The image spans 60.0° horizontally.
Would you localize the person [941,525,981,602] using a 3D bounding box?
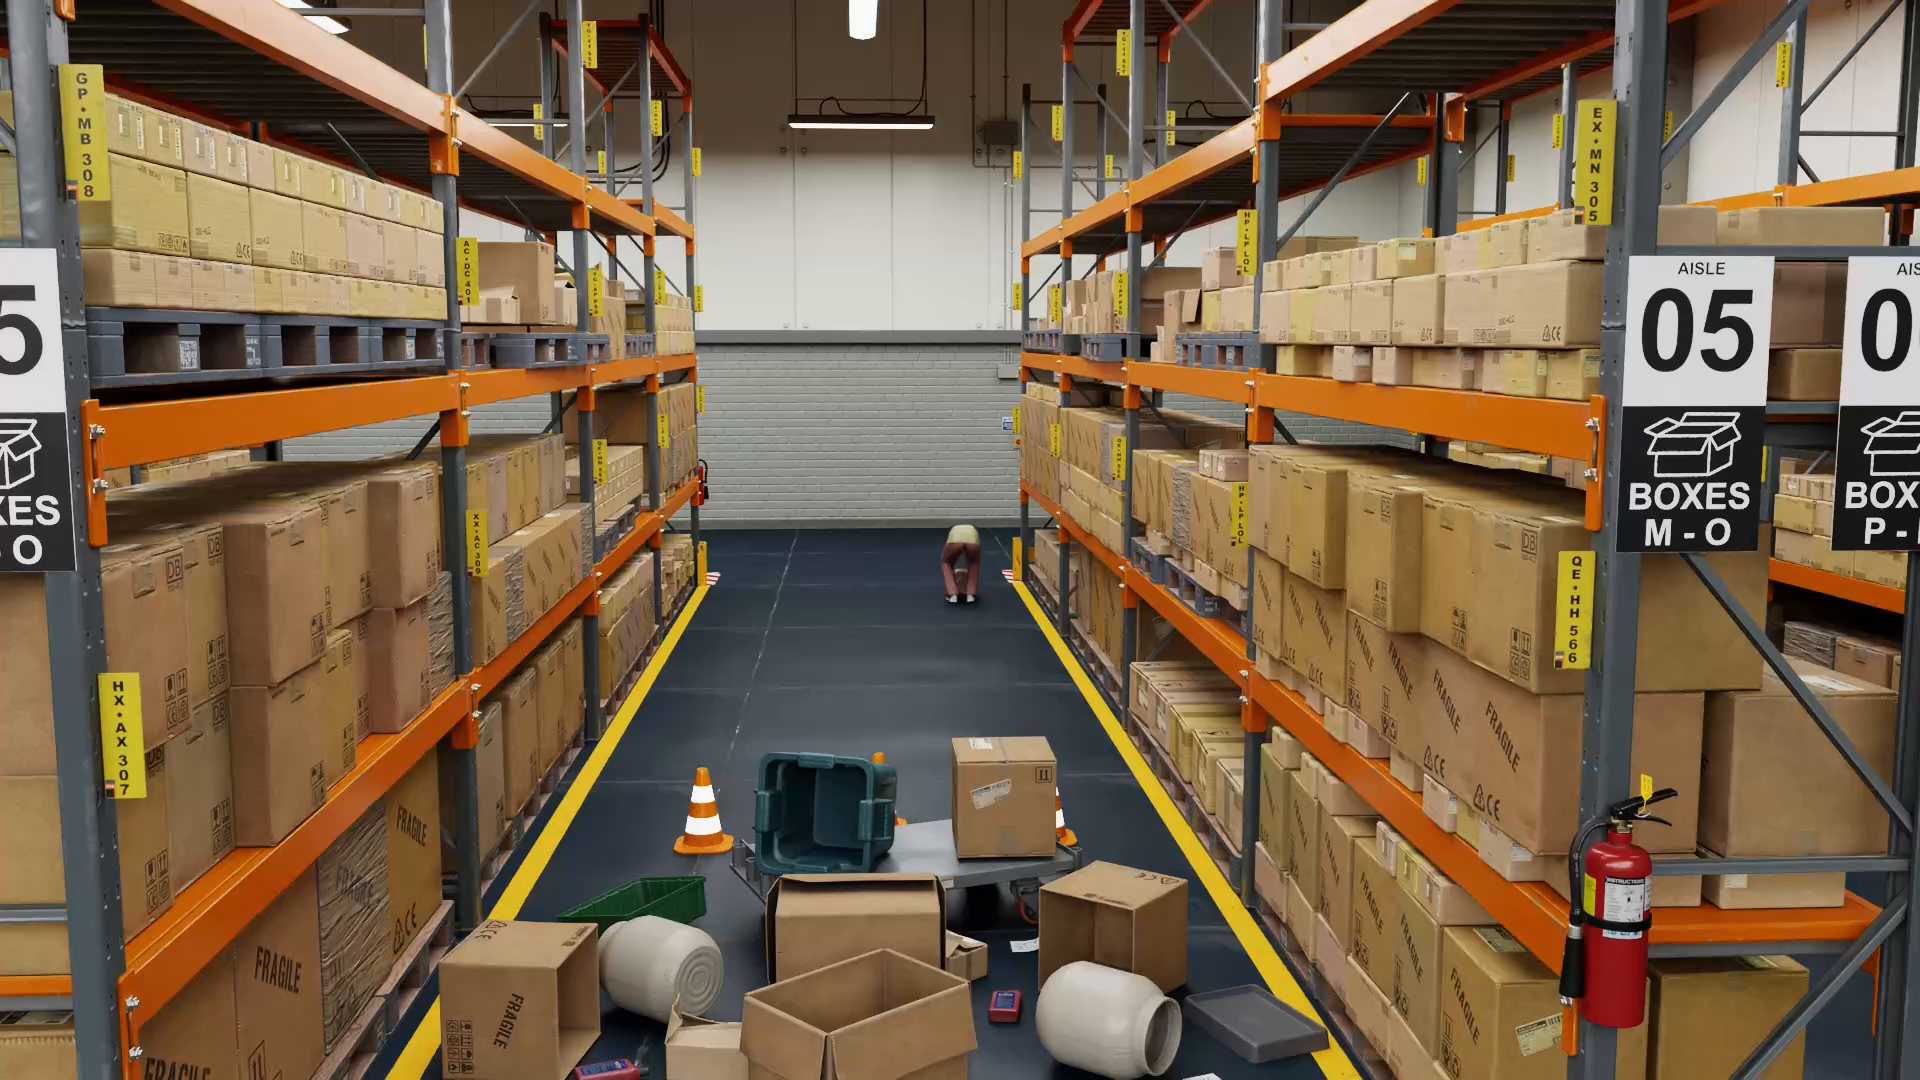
[{"bbox_3d":[0.009,0.270,19.029,0.465,0.829,0.847,-1,7,-5],"label":"person"}]
